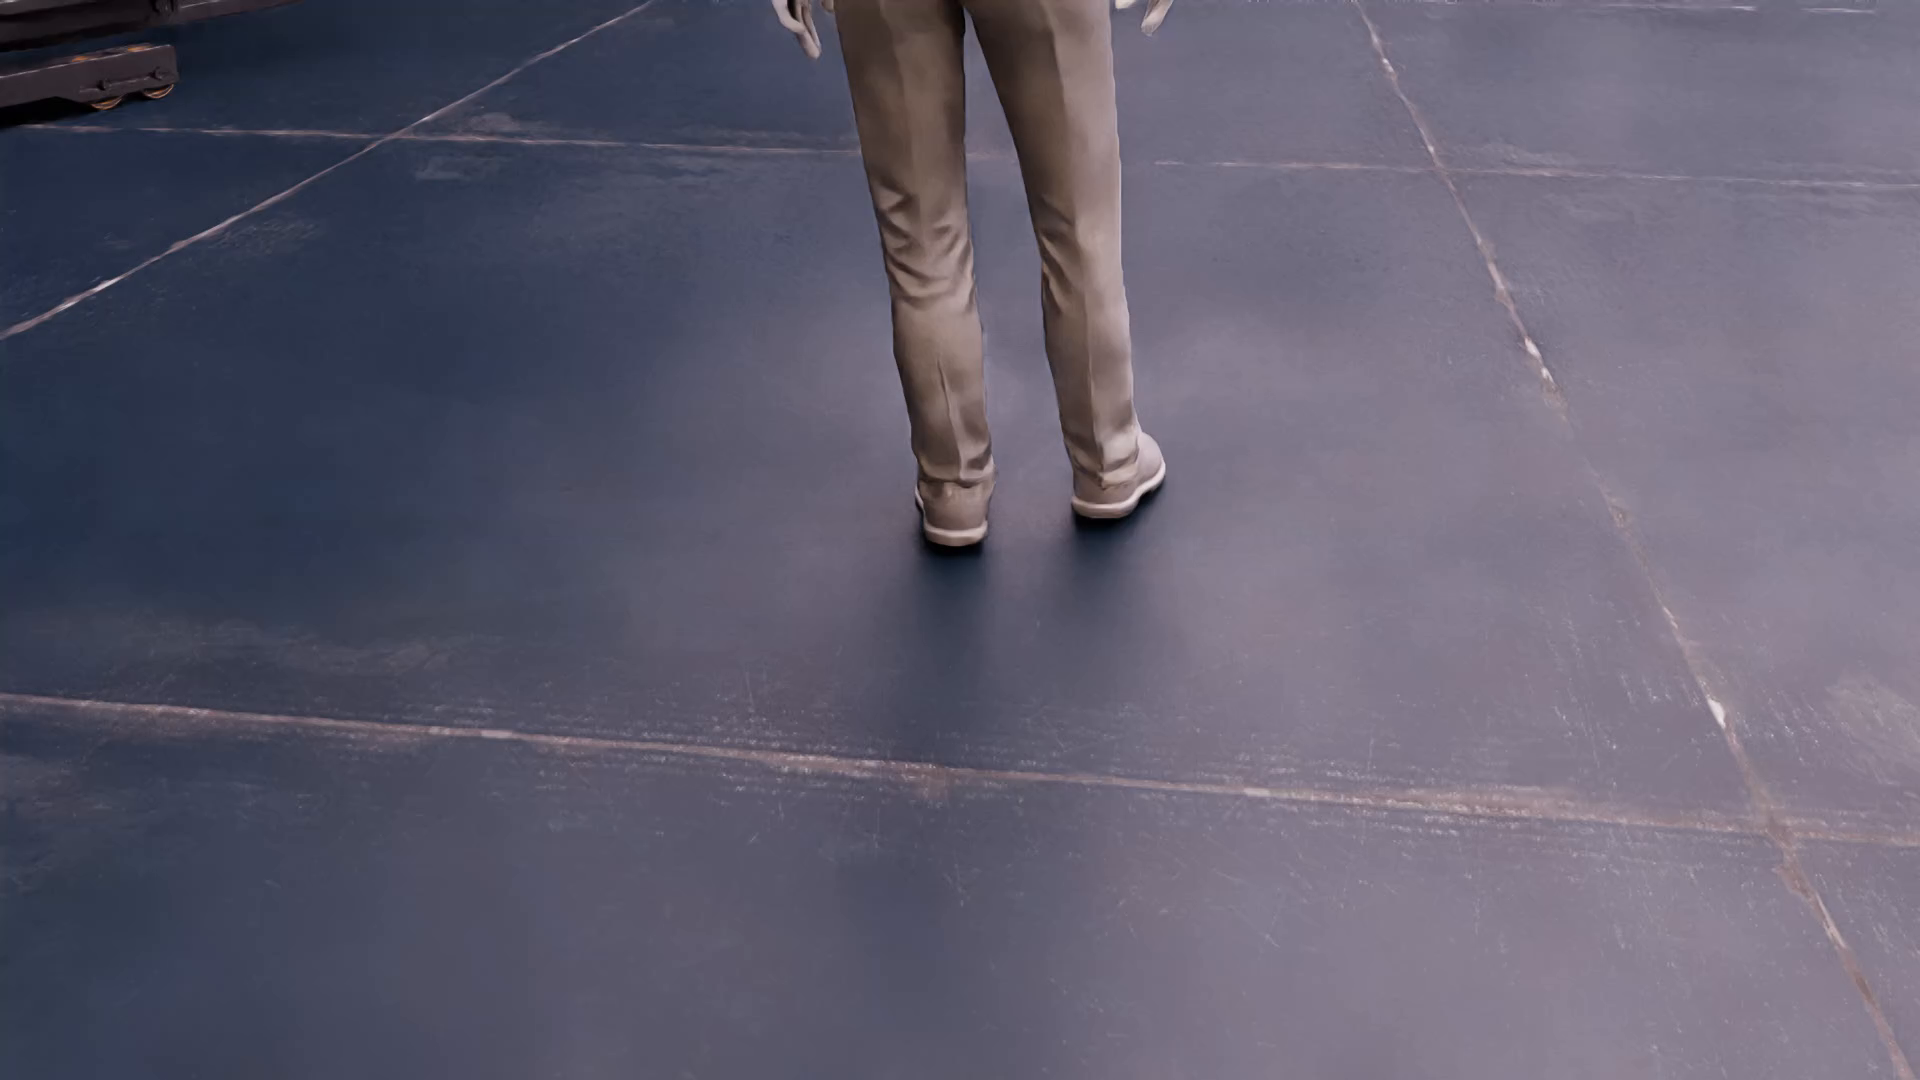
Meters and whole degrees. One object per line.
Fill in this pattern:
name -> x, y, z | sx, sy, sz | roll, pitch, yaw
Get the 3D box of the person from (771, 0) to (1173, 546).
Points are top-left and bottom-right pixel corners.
person -> 0.016, -0.795, 2.177 | 0.586, 1.695, 0.532 | 3, 27, 7

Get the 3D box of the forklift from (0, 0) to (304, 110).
forklift -> -3.179, -2.733, 4.696 | 1.130, 2.935, 3.031 | 13, 29, 24
